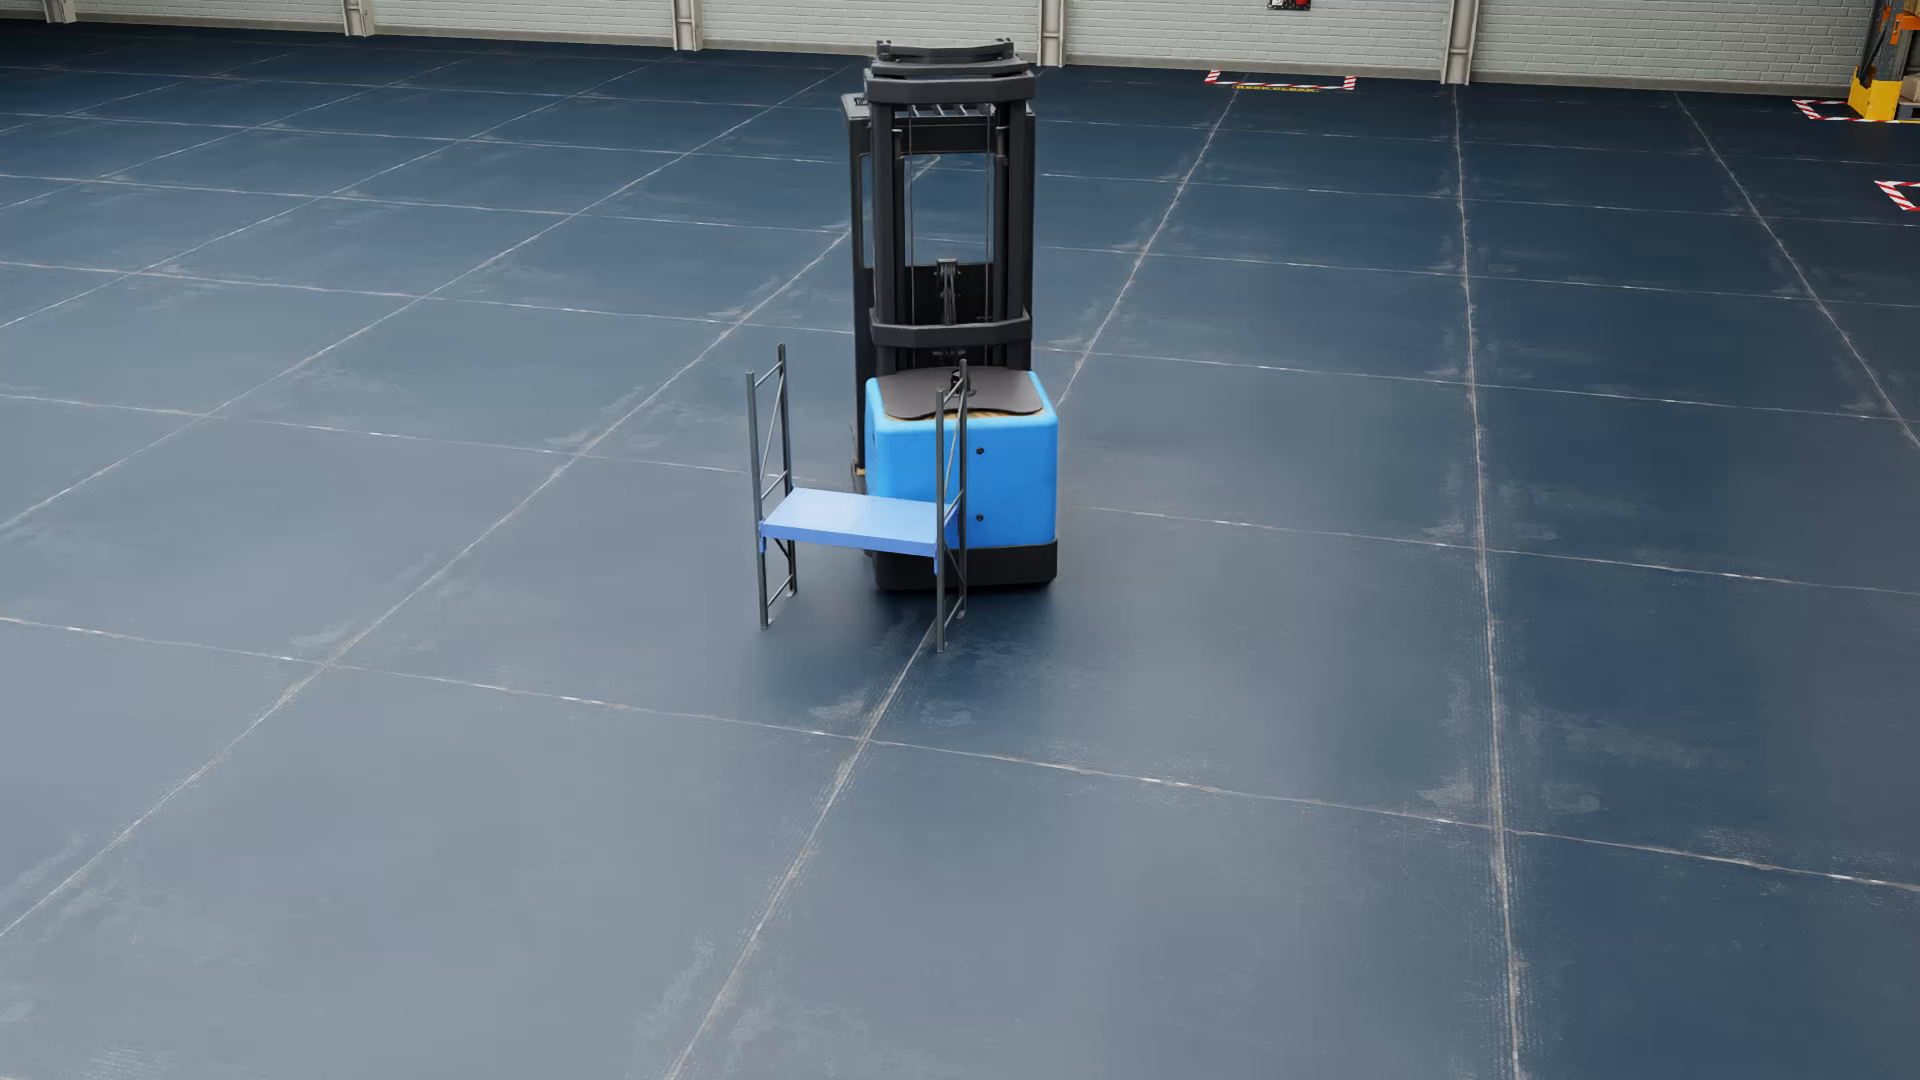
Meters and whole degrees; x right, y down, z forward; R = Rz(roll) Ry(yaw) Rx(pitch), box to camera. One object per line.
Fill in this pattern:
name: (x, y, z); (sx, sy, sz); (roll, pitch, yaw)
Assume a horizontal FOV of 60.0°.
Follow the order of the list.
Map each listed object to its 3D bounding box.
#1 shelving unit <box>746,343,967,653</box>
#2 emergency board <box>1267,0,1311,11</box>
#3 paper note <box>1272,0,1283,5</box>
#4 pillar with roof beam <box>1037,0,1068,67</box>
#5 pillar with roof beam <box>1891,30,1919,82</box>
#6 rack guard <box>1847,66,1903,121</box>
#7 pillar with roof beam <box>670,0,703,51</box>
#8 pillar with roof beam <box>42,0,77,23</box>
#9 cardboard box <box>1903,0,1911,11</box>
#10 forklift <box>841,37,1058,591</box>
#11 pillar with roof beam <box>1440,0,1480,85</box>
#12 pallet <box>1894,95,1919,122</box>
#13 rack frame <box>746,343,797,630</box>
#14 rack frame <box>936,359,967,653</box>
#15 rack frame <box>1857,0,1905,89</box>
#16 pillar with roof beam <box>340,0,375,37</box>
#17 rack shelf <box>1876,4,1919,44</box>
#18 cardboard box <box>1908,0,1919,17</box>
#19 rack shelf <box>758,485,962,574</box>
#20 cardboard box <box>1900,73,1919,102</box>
shelving unit: (-0.533, -0.229, 8.986); (1.048, 1.500, 0.538); (7, 26, 14)
emergency board: (4.839, -8.317, 24.230); (0.643, 1.169, 0.194); (6, 26, 13)
paper note: (4.685, -7.967, 24.520); (0.142, 0.148, 0.016); (6, 26, 13)
pillar with roof beam: (0.340, -9.596, 19.936); (0.400, 9.000, 9.100); (6, 26, 13)
pillar with roof beam: (11.961, -8.311, 17.238); (0.400, 9.000, 9.100); (6, 26, 13)
rack guard: (12.214, -5.973, 22.213); (0.348, 0.500, 1.175); (6, 26, 13)
pillar with roof beam: (-5.471, -10.238, 21.286); (0.400, 9.000, 9.100); (6, 26, 13)
pillar with roof beam: (-17.093, -11.523, 23.984); (0.400, 9.000, 9.100); (6, 26, 13)
cardboard box: (12.641, -7.081, 21.785); (0.500, 0.250, 0.500); (7, 26, 14)
forklift: (-0.137, -1.638, 10.282); (1.130, 2.935, 3.031); (-3, 26, -7)
pillar with roof beam: (6.151, -8.953, 18.587); (0.400, 9.000, 9.100); (6, 26, 13)
pallet: (12.992, -5.740, 22.062); (1.213, 0.211, 1.003); (6, 26, 13)
rack frame: (-1.024, -0.286, 9.106); (0.032, 1.500, 0.500); (7, 26, 14)
rack frame: (-0.043, -0.172, 8.865); (0.032, 1.500, 0.500); (7, 26, 14)
rack frame: (12.140, -7.109, 21.693); (0.127, 3.000, 1.000); (6, 26, 13)
pillar with roof beam: (-11.282, -10.880, 22.635); (0.400, 9.000, 9.100); (6, 26, 13)
rack shelf: (14.077, -6.570, 21.398); (4.000, 0.370, 1.077); (6, 26, 13)
cardboard box: (12.534, -6.866, 21.334); (0.500, 0.250, 0.500); (6, 26, 11)
rack shelf: (-0.533, -0.067, 9.063); (1.000, 0.185, 0.538); (7, 26, 14)
cardboard box: (12.788, -5.982, 21.942); (0.500, 0.311, 0.500); (3, 26, 7)
